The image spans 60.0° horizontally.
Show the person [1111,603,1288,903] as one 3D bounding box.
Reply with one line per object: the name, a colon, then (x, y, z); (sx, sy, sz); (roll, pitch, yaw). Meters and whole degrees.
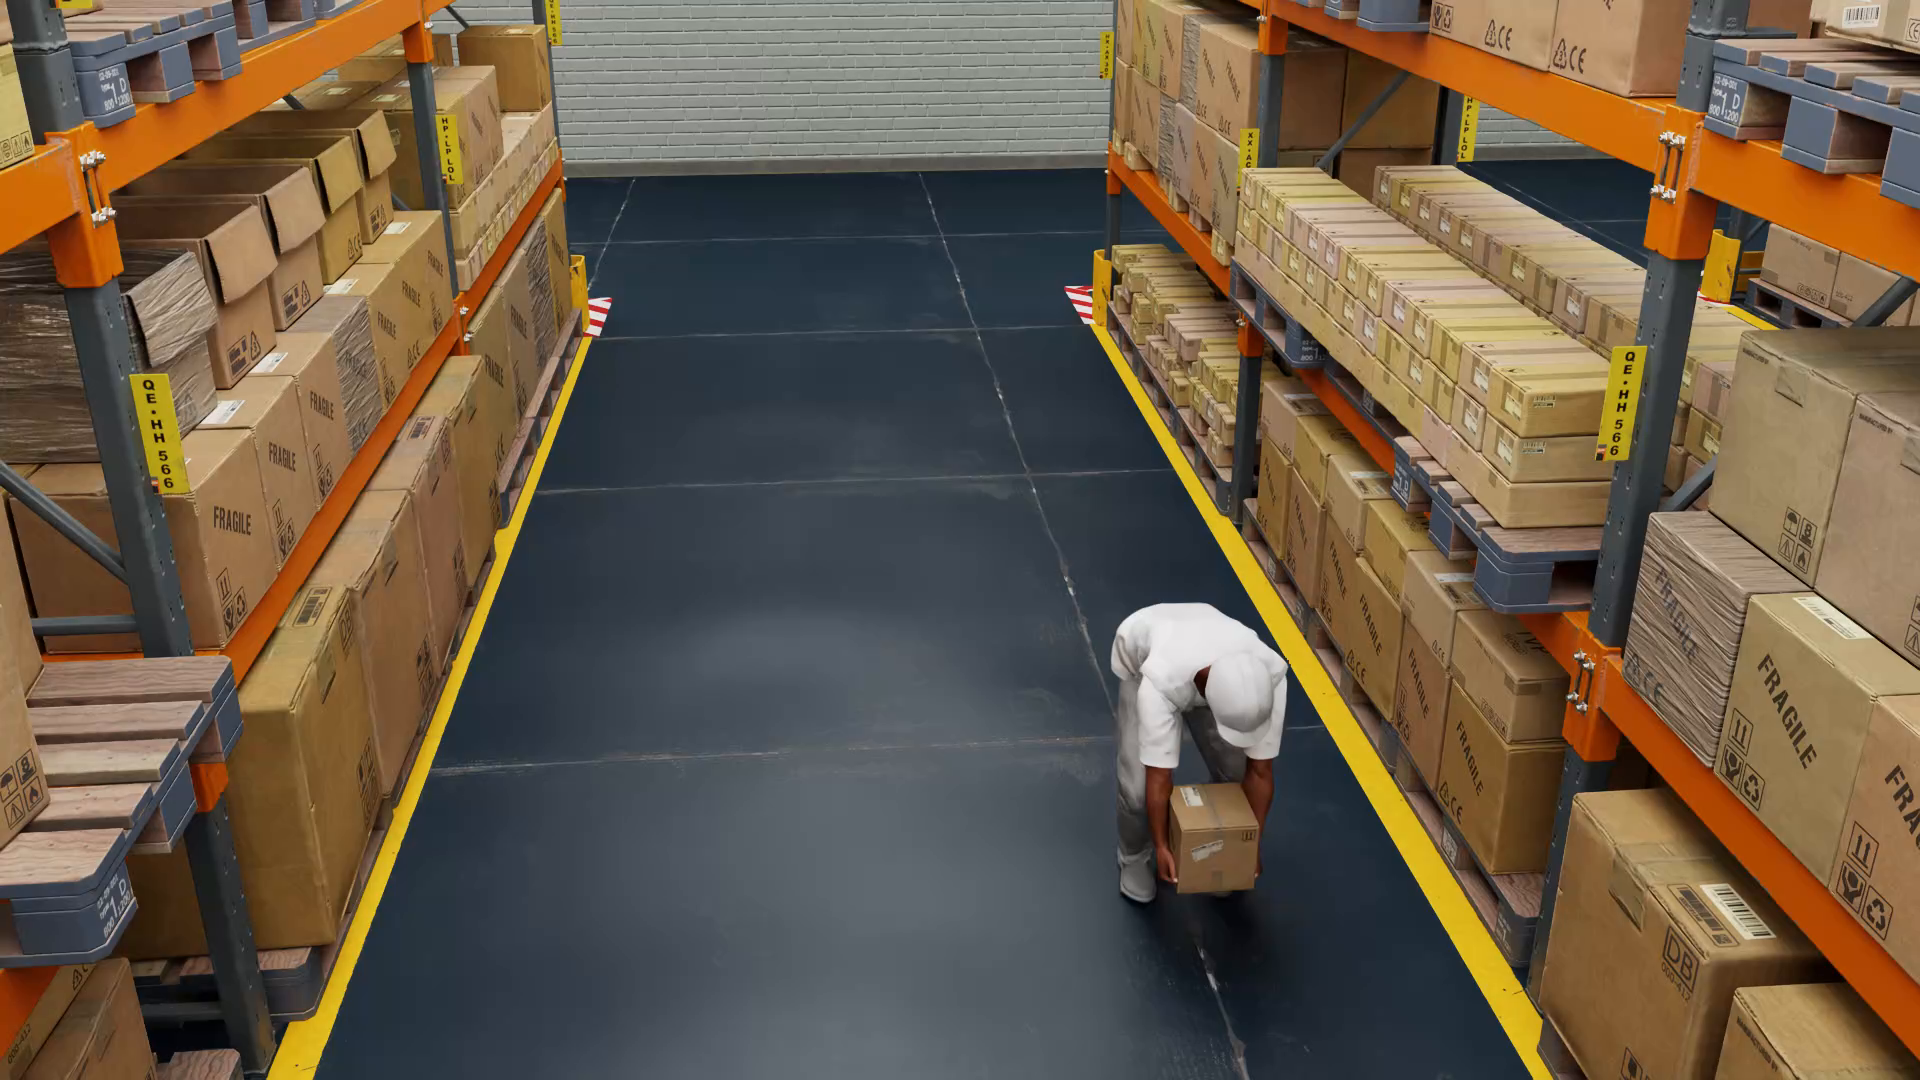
person: (0.799, 0.749, 5.574); (0.501, 1.186, 0.954); (-4, 24, -8)
